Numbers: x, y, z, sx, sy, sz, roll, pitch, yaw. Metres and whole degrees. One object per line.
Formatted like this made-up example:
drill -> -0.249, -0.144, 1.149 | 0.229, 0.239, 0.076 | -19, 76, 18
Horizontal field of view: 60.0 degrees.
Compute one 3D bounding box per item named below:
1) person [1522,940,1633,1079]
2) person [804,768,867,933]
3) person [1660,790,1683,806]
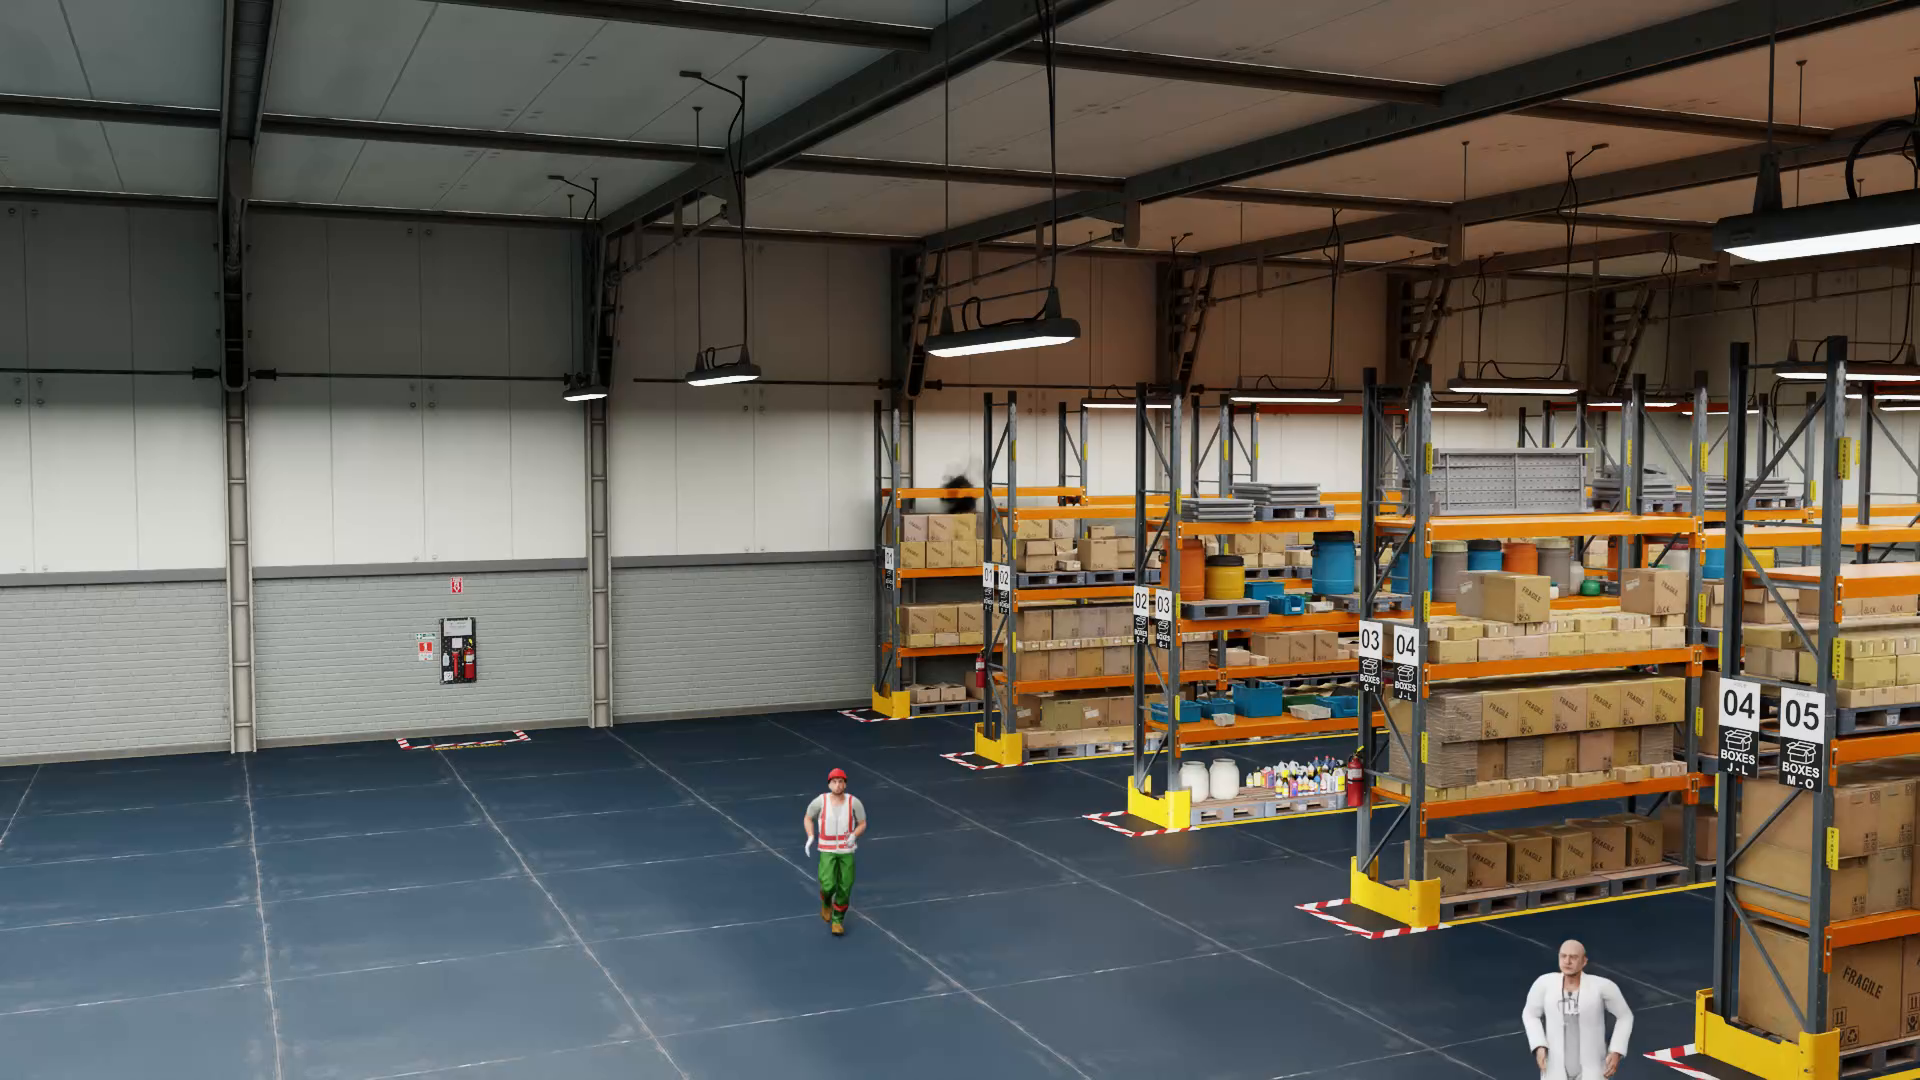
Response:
person -> 4.234, 3.631, 11.472 | 0.717, 1.740, 0.571 | 2, 4, 29
person -> -1.293, 3.272, 17.437 | 0.652, 1.739, 0.581 | 0, 3, -8
person -> 9.705, 3.045, 22.428 | 0.592, 1.649, 0.558 | -2, 4, -32
